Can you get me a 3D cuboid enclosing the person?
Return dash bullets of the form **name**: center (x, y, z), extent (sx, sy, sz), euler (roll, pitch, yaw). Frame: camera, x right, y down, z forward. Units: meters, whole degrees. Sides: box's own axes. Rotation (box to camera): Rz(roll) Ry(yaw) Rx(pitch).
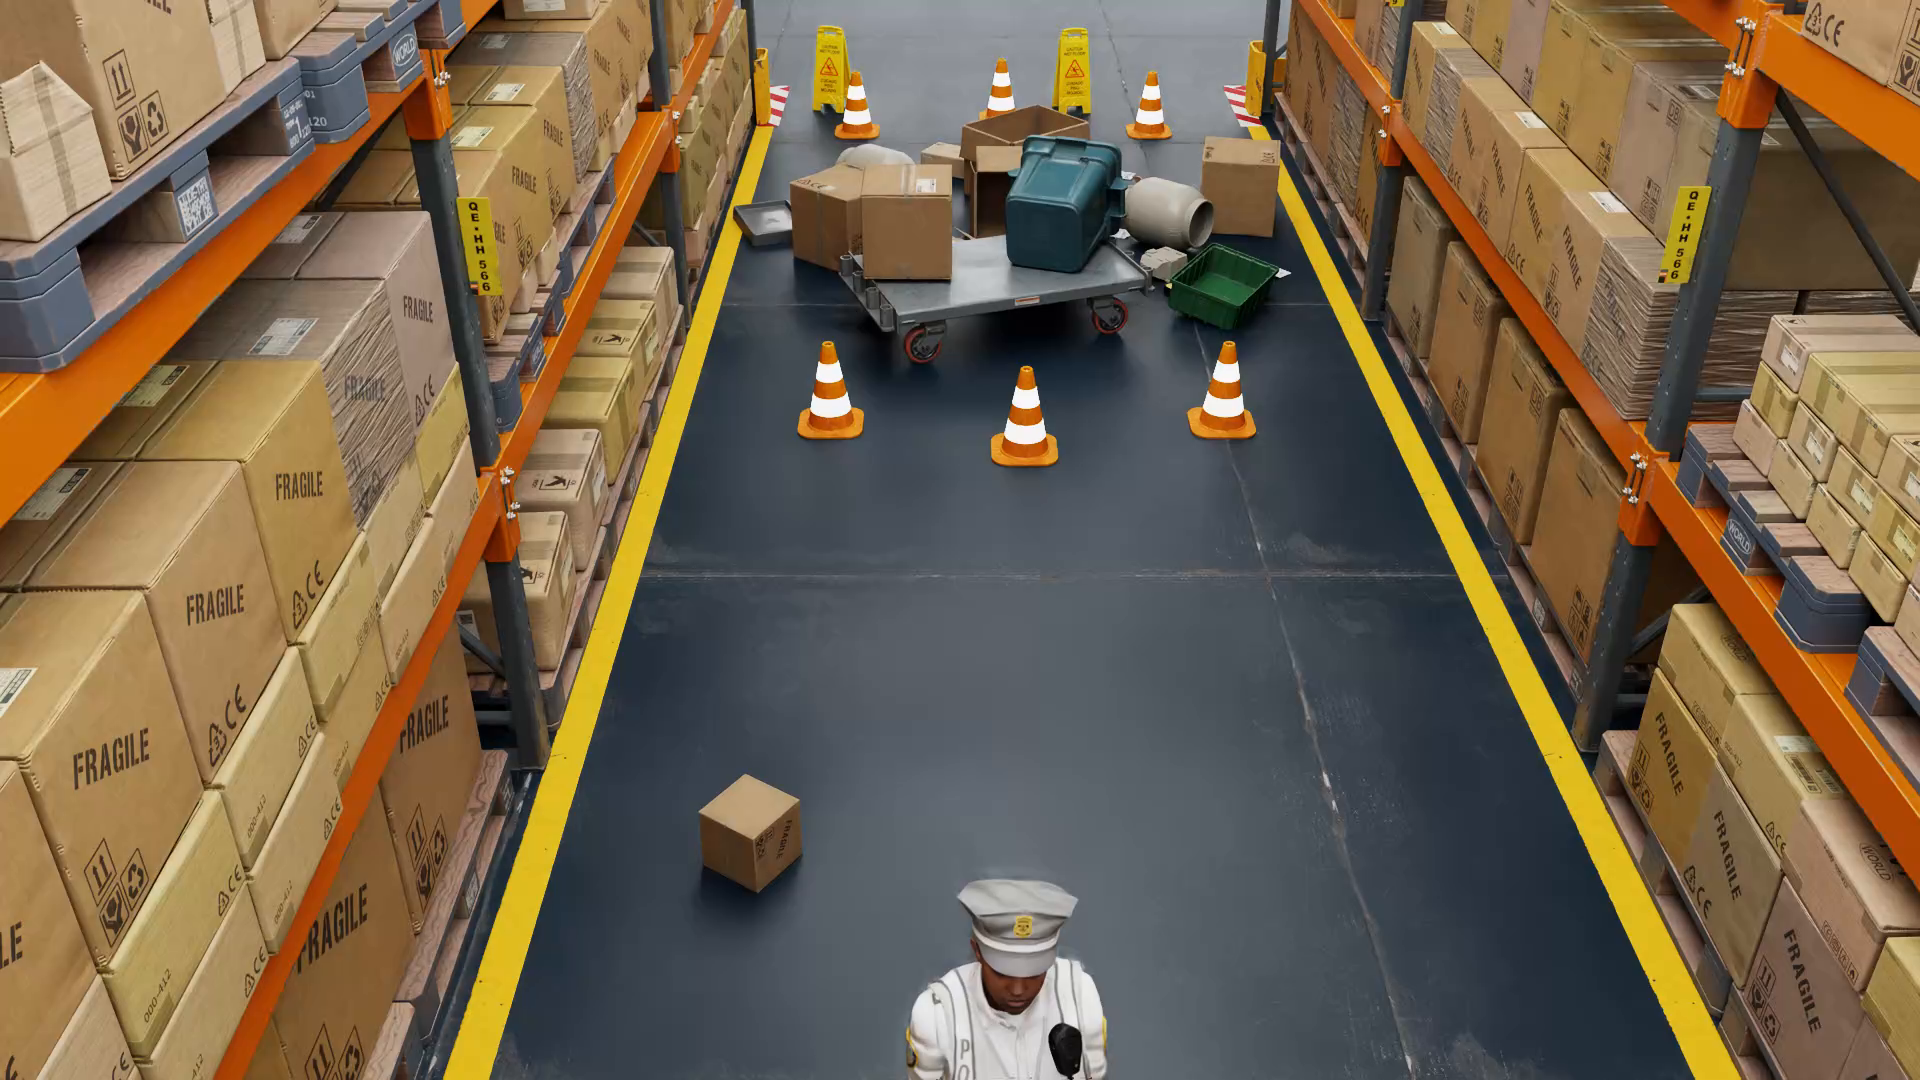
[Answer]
- **person**: center (0.126, 1.476, 3.753), extent (0.442, 1.762, 0.538), euler (-8, 33, -13)
